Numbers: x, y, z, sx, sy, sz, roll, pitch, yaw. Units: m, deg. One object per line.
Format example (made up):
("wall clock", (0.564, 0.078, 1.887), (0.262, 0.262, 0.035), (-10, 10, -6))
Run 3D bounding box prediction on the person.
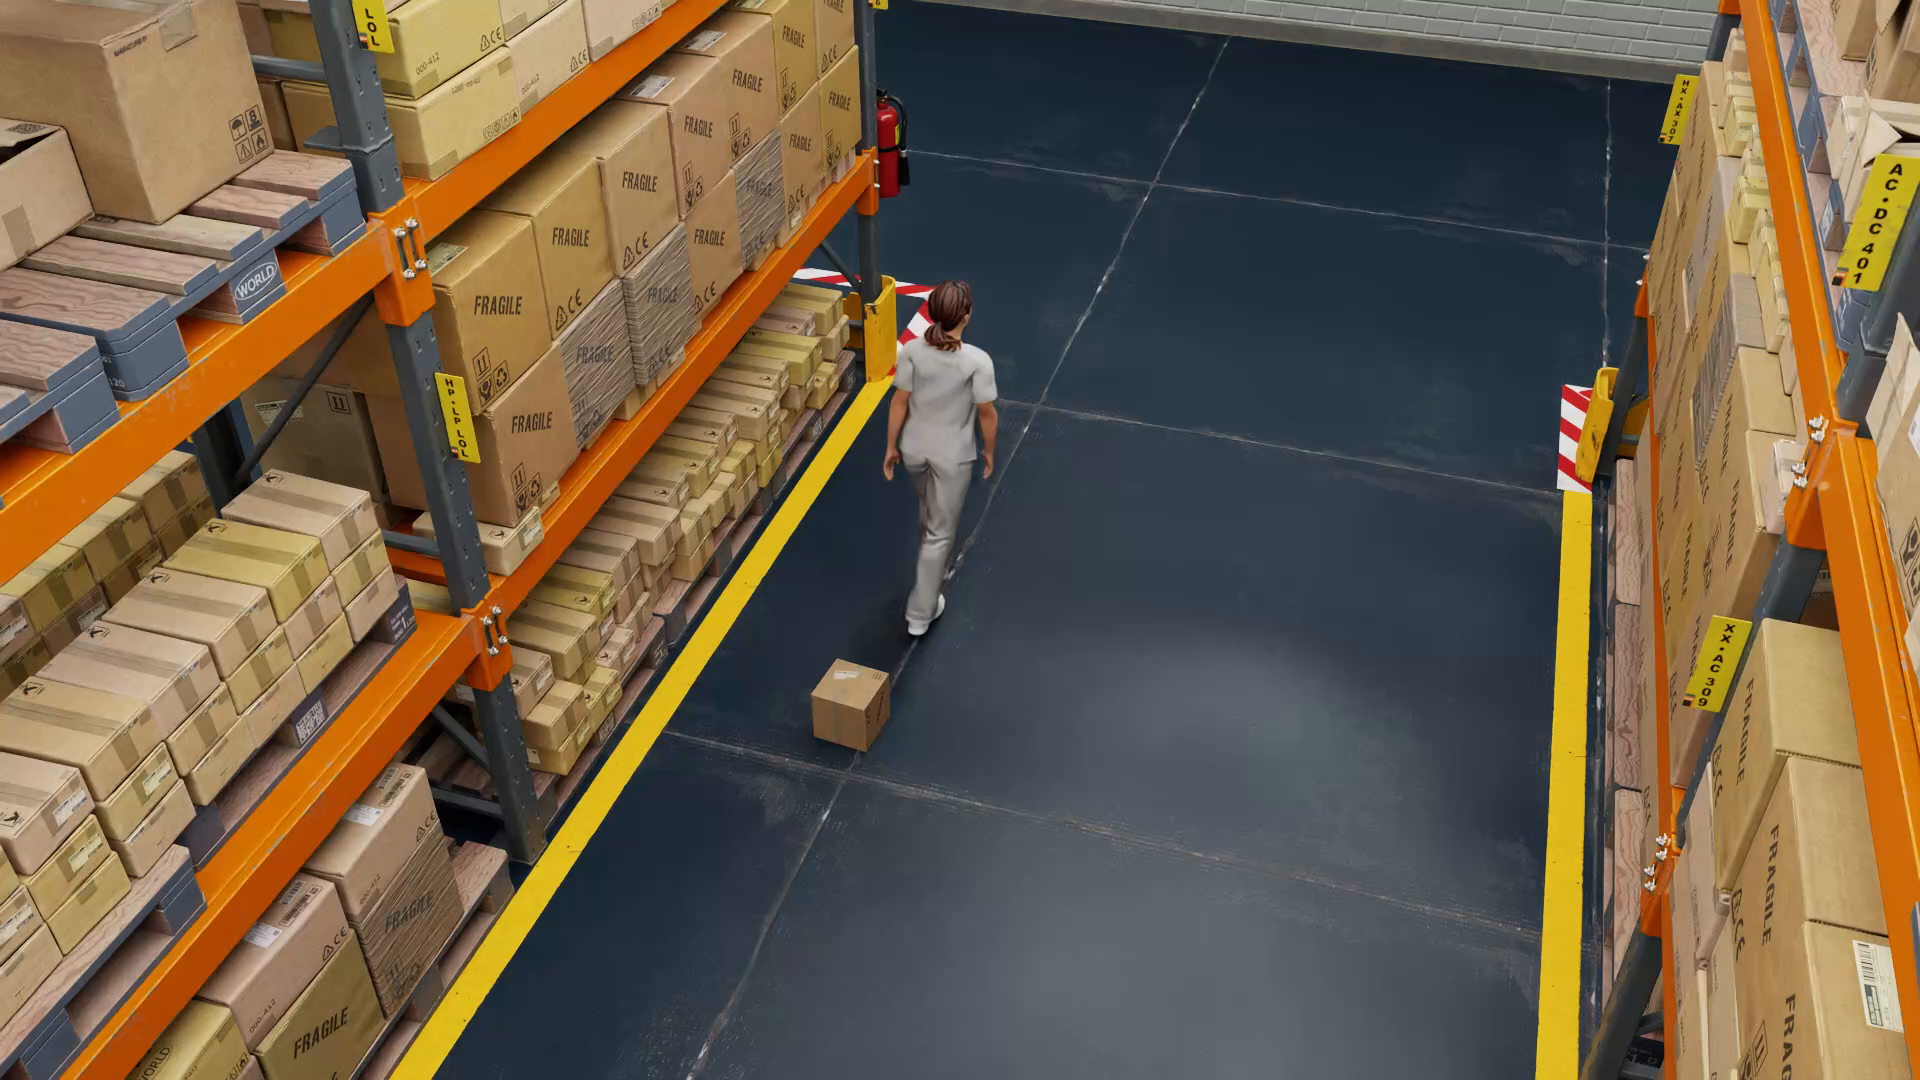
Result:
("person", (-0.074, -0.363, 7.401), (0.470, 1.699, 0.685), (14, 39, 18))
